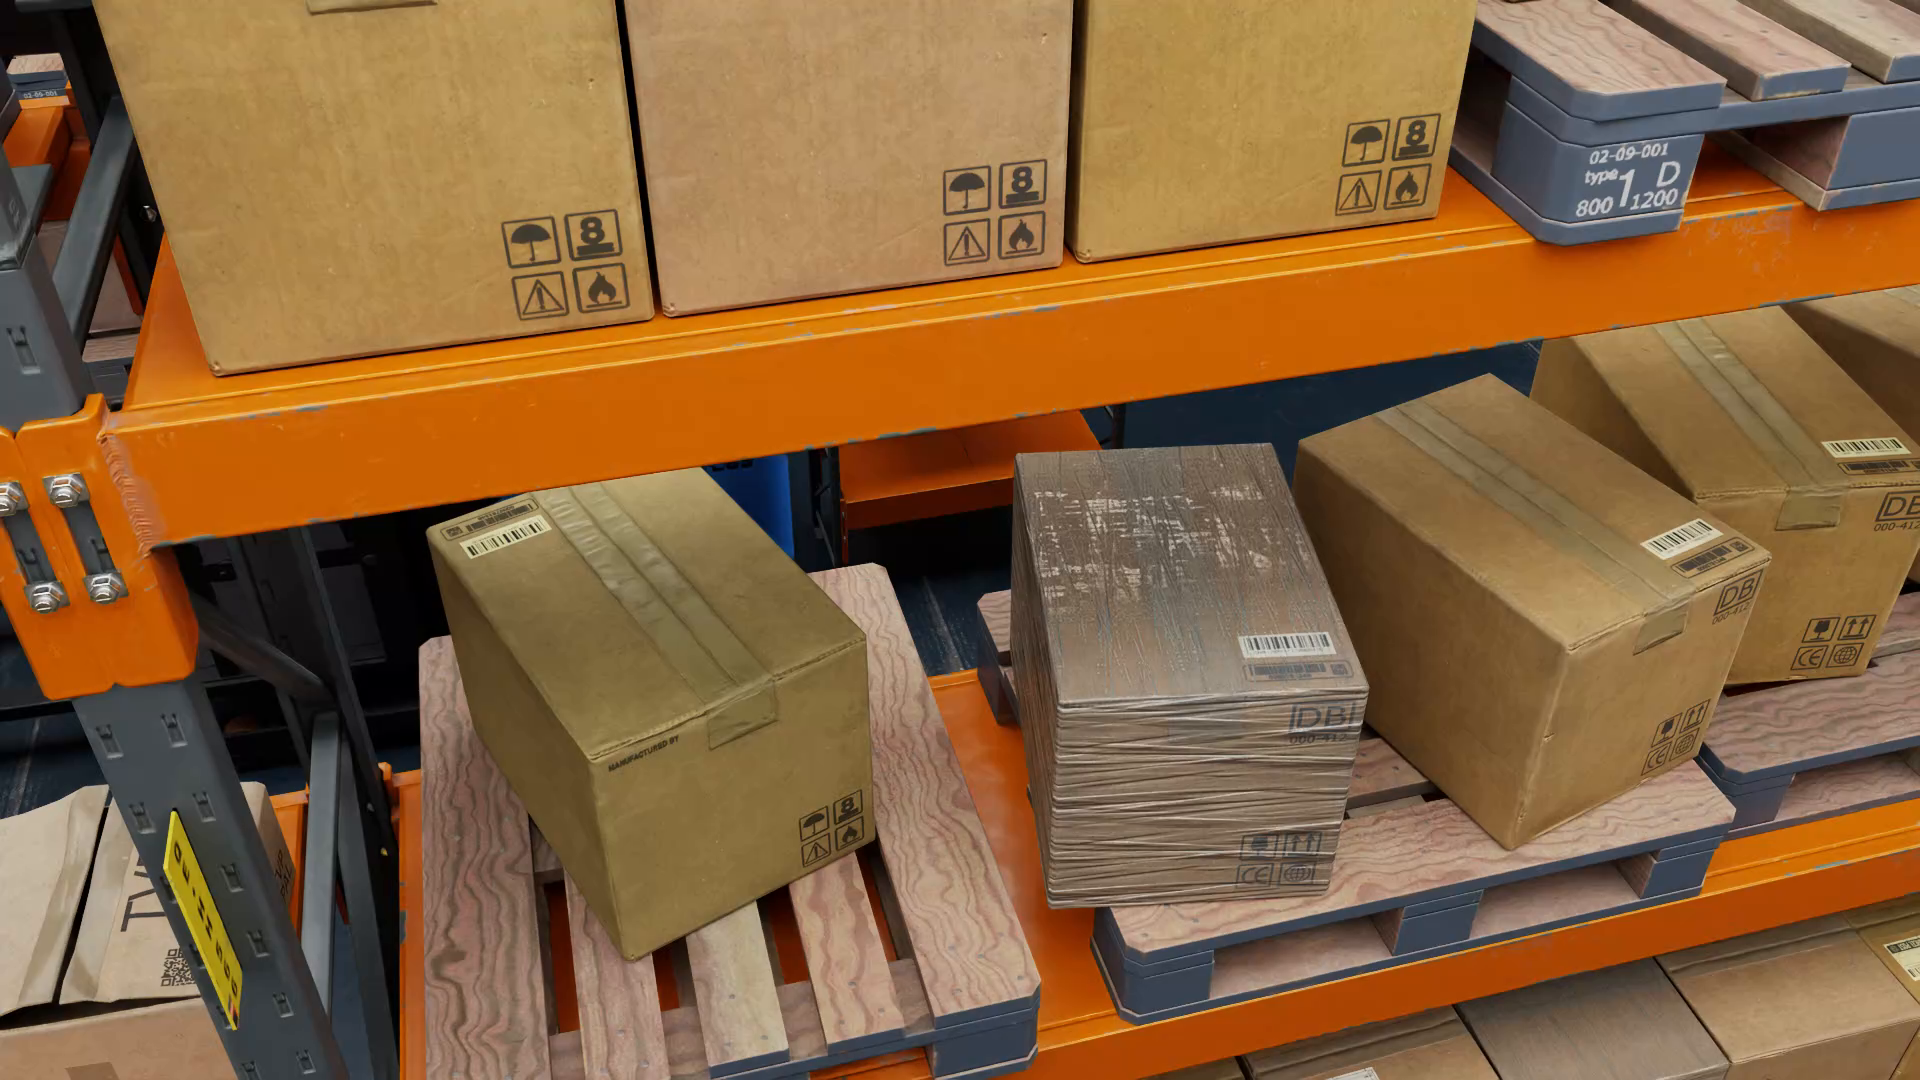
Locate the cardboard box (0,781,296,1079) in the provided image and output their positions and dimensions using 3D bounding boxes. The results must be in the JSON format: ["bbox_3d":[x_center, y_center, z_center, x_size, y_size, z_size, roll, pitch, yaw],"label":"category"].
[{"bbox_3d":[-1.496,0.704,2.935,0.500,0.311,0.500,-7,38,-9],"label":"cardboard box"}]

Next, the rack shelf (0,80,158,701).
[{"bbox_3d":[-3.065,0.047,1.843,4.000,0.370,1.077,-9,38,-12],"label":"rack shelf"}]

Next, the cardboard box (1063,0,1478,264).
[{"bbox_3d":[0.273,-0.847,2.337,0.500,0.500,0.910,-9,38,-12],"label":"cardboard box"}]

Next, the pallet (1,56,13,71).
[{"bbox_3d":[-4.329,-1.855,6.364,1.213,0.211,1.003,-9,38,-12],"label":"pallet"}]

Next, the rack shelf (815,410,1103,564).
[{"bbox_3d":[0.007,-0.254,6.058,1.000,0.278,0.538,-9,38,-12],"label":"rack shelf"}]

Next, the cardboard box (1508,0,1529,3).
[{"bbox_3d":[0.935,-1.186,2.352,0.600,0.600,0.600,-11,39,-14],"label":"cardboard box"}]

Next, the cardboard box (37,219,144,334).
[{"bbox_3d":[-3.638,-1.293,7.166,0.500,0.500,0.700,-9,38,-12],"label":"cardboard box"}]

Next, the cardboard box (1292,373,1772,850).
[{"bbox_3d":[1.038,0.112,3.207,0.500,0.500,0.700,-19,41,-23],"label":"cardboard box"}]

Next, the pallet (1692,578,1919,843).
[{"bbox_3d":[1.928,0.141,3.754,1.213,0.211,1.003,-9,38,-12],"label":"pallet"}]

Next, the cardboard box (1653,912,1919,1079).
[{"bbox_3d":[1.847,1.140,3.986,0.500,0.500,0.500,-9,38,-12],"label":"cardboard box"}]

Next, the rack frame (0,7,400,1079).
[{"bbox_3d":[-1.134,0.636,2.949,0.127,3.000,1.000,-9,38,-12],"label":"rack frame"}]

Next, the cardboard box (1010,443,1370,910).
[{"bbox_3d":[0.378,0.231,3.051,0.500,0.500,0.700,-3,37,-3],"label":"cardboard box"}]

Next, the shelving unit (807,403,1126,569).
[{"bbox_3d":[0.007,-0.448,5.910,1.048,1.125,0.538,-9,38,-12],"label":"shelving unit"}]

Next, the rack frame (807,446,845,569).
[{"bbox_3d":[-0.484,-0.367,5.804,0.032,1.125,0.500,-9,38,-12],"label":"rack frame"}]

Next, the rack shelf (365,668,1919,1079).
[{"bbox_3d":[0.797,0.605,3.582,4.000,0.370,1.077,-9,38,-12],"label":"rack shelf"}]

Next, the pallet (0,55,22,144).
[{"bbox_3d":[-1.766,-0.320,1.886,1.003,0.211,1.213,-8,38,-10],"label":"pallet"}]

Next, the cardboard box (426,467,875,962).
[{"bbox_3d":[-0.555,0.264,3.008,0.500,0.500,0.700,-23,43,-27],"label":"cardboard box"}]

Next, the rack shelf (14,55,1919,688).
[{"bbox_3d":[0.797,-0.586,2.671,4.000,0.370,1.077,-9,38,-12],"label":"rack shelf"}]

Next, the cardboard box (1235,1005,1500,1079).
[{"bbox_3d":[0.872,1.301,3.775,0.500,0.500,0.500,-11,39,-13],"label":"cardboard box"}]

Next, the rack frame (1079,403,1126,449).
[{"bbox_3d":[0.497,-0.528,6.015,0.032,1.125,0.500,-9,38,-12],"label":"rack frame"}]

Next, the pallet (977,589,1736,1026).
[{"bbox_3d":[0.742,0.402,3.414,1.213,0.211,1.003,-9,38,-12],"label":"pallet"}]

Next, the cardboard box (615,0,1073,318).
[{"bbox_3d":[-0.229,-0.765,2.230,0.500,0.500,0.910,-9,38,-12],"label":"cardboard box"}]

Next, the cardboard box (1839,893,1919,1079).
[{"bbox_3d":[2.326,1.067,4.082,0.500,0.500,0.500,-10,38,-12],"label":"cardboard box"}]

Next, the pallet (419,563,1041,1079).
[{"bbox_3d":[-0.498,0.564,3.202,1.003,0.211,1.213,-9,38,-12],"label":"pallet"}]

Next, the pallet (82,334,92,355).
[{"bbox_3d":[-4.359,-0.847,7.184,1.213,0.211,1.003,-9,38,-12],"label":"pallet"}]

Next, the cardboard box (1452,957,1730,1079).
[{"bbox_3d":[1.363,1.220,3.882,0.500,0.500,0.500,-9,38,-11],"label":"cardboard box"}]

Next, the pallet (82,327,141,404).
[{"bbox_3d":[-3.184,-1.038,7.434,1.213,0.211,1.003,-9,38,-12],"label":"pallet"}]

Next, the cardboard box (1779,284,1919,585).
[{"bbox_3d":[2.212,-0.260,3.693,0.500,0.500,0.700,-23,43,-27],"label":"cardboard box"}]

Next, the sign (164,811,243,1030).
[{"bbox_3d":[-0.986,0.501,2.173,0.005,0.325,0.100,-9,38,-12],"label":"sign"}]

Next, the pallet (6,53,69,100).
[{"bbox_3d":[-3.089,-2.017,6.576,1.003,0.211,1.213,-9,38,-12],"label":"pallet"}]

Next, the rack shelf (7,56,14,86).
[{"bbox_3d":[-4.360,-1.666,6.552,4.000,0.370,1.077,-9,38,-12],"label":"rack shelf"}]

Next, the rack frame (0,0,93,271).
[{"bbox_3d":[-1.134,-1.747,1.127,0.127,3.000,1.000,-9,38,-12],"label":"rack frame"}]

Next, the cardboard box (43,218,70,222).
[{"bbox_3d":[-3.677,-1.550,6.886,0.500,0.250,0.500,-9,38,-11],"label":"cardboard box"}]

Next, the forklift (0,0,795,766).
[{"bbox_3d":[-2.098,-0.797,4.880,3.031,2.935,1.130,-8,38,-10],"label":"forklift"}]

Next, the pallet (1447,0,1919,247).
[{"bbox_3d":[1.080,-0.886,2.625,1.003,0.211,1.213,-9,38,-12],"label":"pallet"}]

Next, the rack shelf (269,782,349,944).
[{"bbox_3d":[-3.065,1.239,2.754,4.000,0.370,1.077,-9,38,-12],"label":"rack shelf"}]

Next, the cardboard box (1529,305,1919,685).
[{"bbox_3d":[1.565,-0.114,3.502,0.500,0.500,0.700,-4,38,-5],"label":"cardboard box"}]

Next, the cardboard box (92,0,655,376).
[{"bbox_3d":[-0.721,-0.684,2.124,0.500,0.500,0.910,-9,38,-12],"label":"cardboard box"}]

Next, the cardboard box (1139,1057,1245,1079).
[{"bbox_3d":[0.370,1.387,3.663,0.500,0.500,0.500,-10,38,-13],"label":"cardboard box"}]
